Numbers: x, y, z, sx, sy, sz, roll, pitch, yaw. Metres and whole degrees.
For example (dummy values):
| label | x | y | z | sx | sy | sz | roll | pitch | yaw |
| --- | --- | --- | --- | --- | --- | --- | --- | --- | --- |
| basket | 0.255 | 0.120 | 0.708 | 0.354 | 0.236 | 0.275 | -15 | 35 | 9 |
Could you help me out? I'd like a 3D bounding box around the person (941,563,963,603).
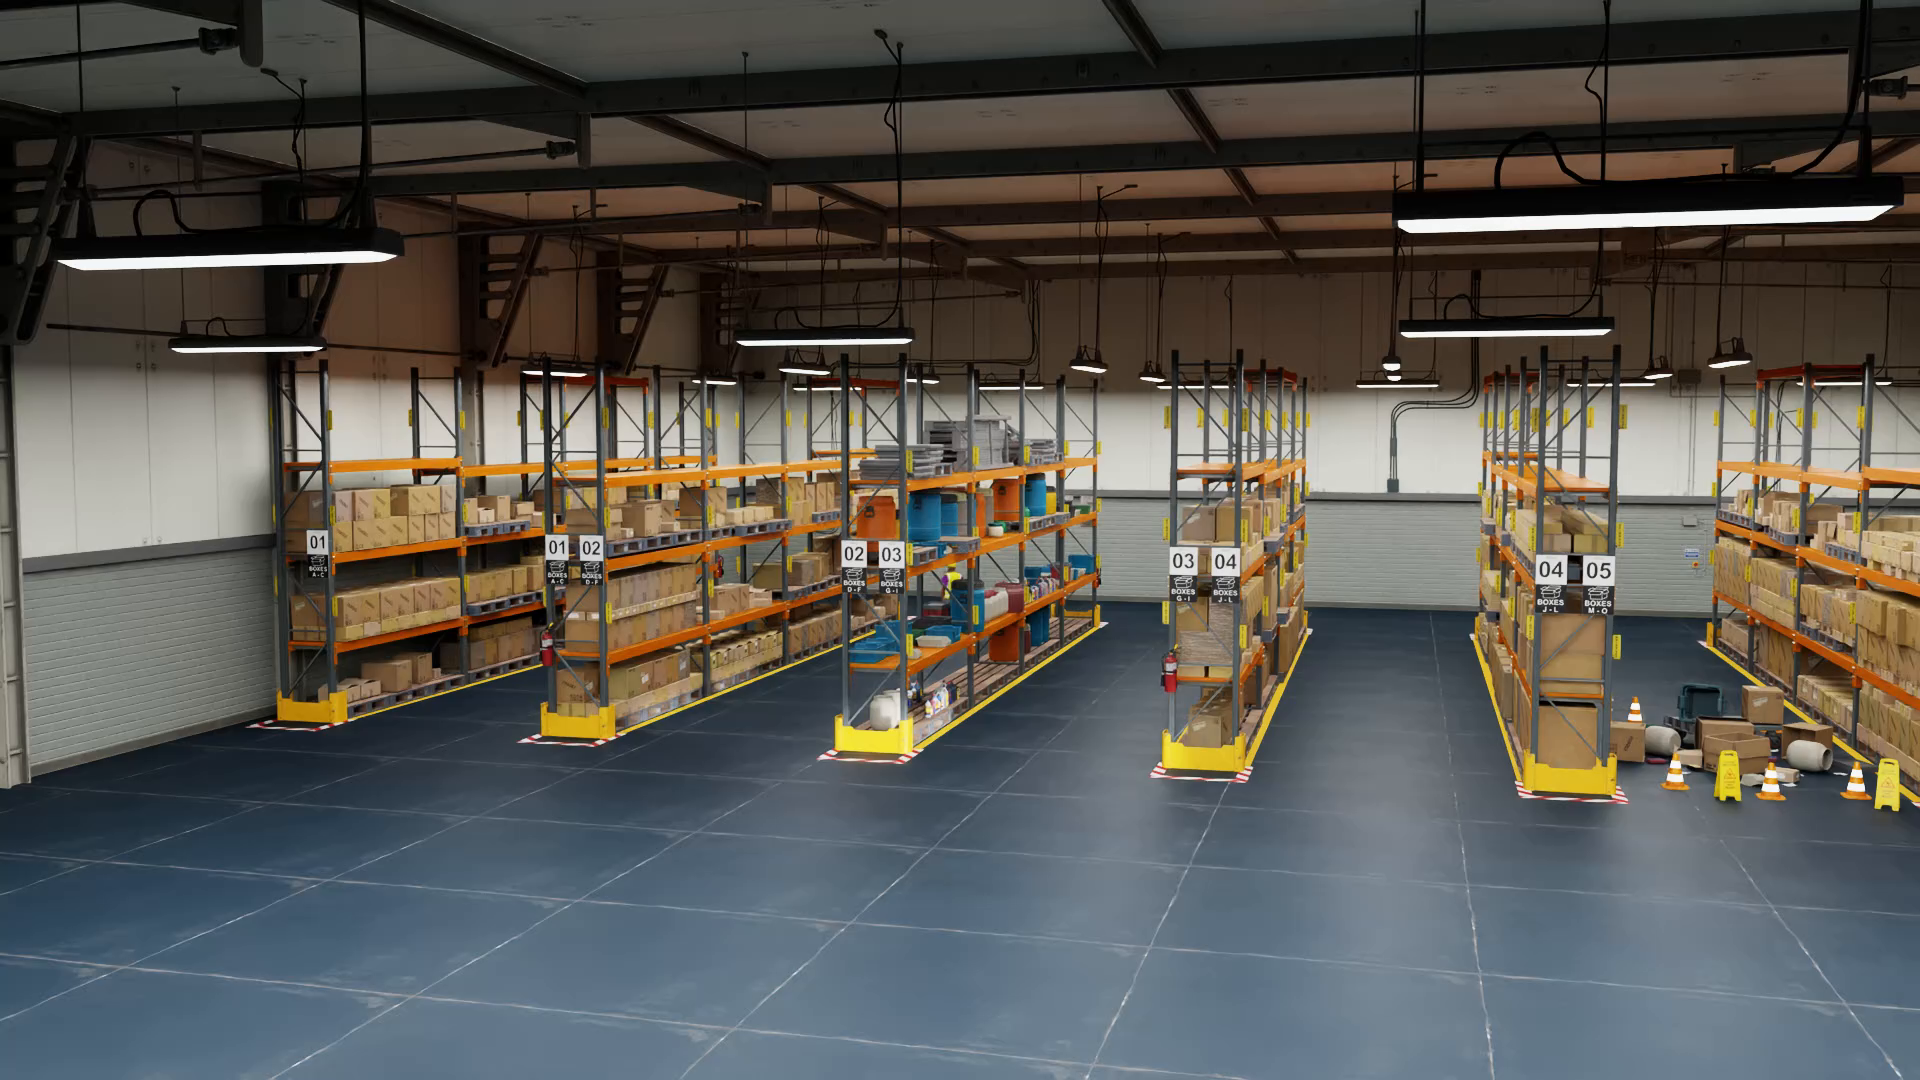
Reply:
| label | x | y | z | sx | sy | sz | roll | pitch | yaw |
| --- | --- | --- | --- | --- | --- | --- | --- | --- | --- |
| person | -0.190 | 1.387 | 38.358 | 0.623 | 1.818 | 0.429 | -2 | 5 | -30 |
